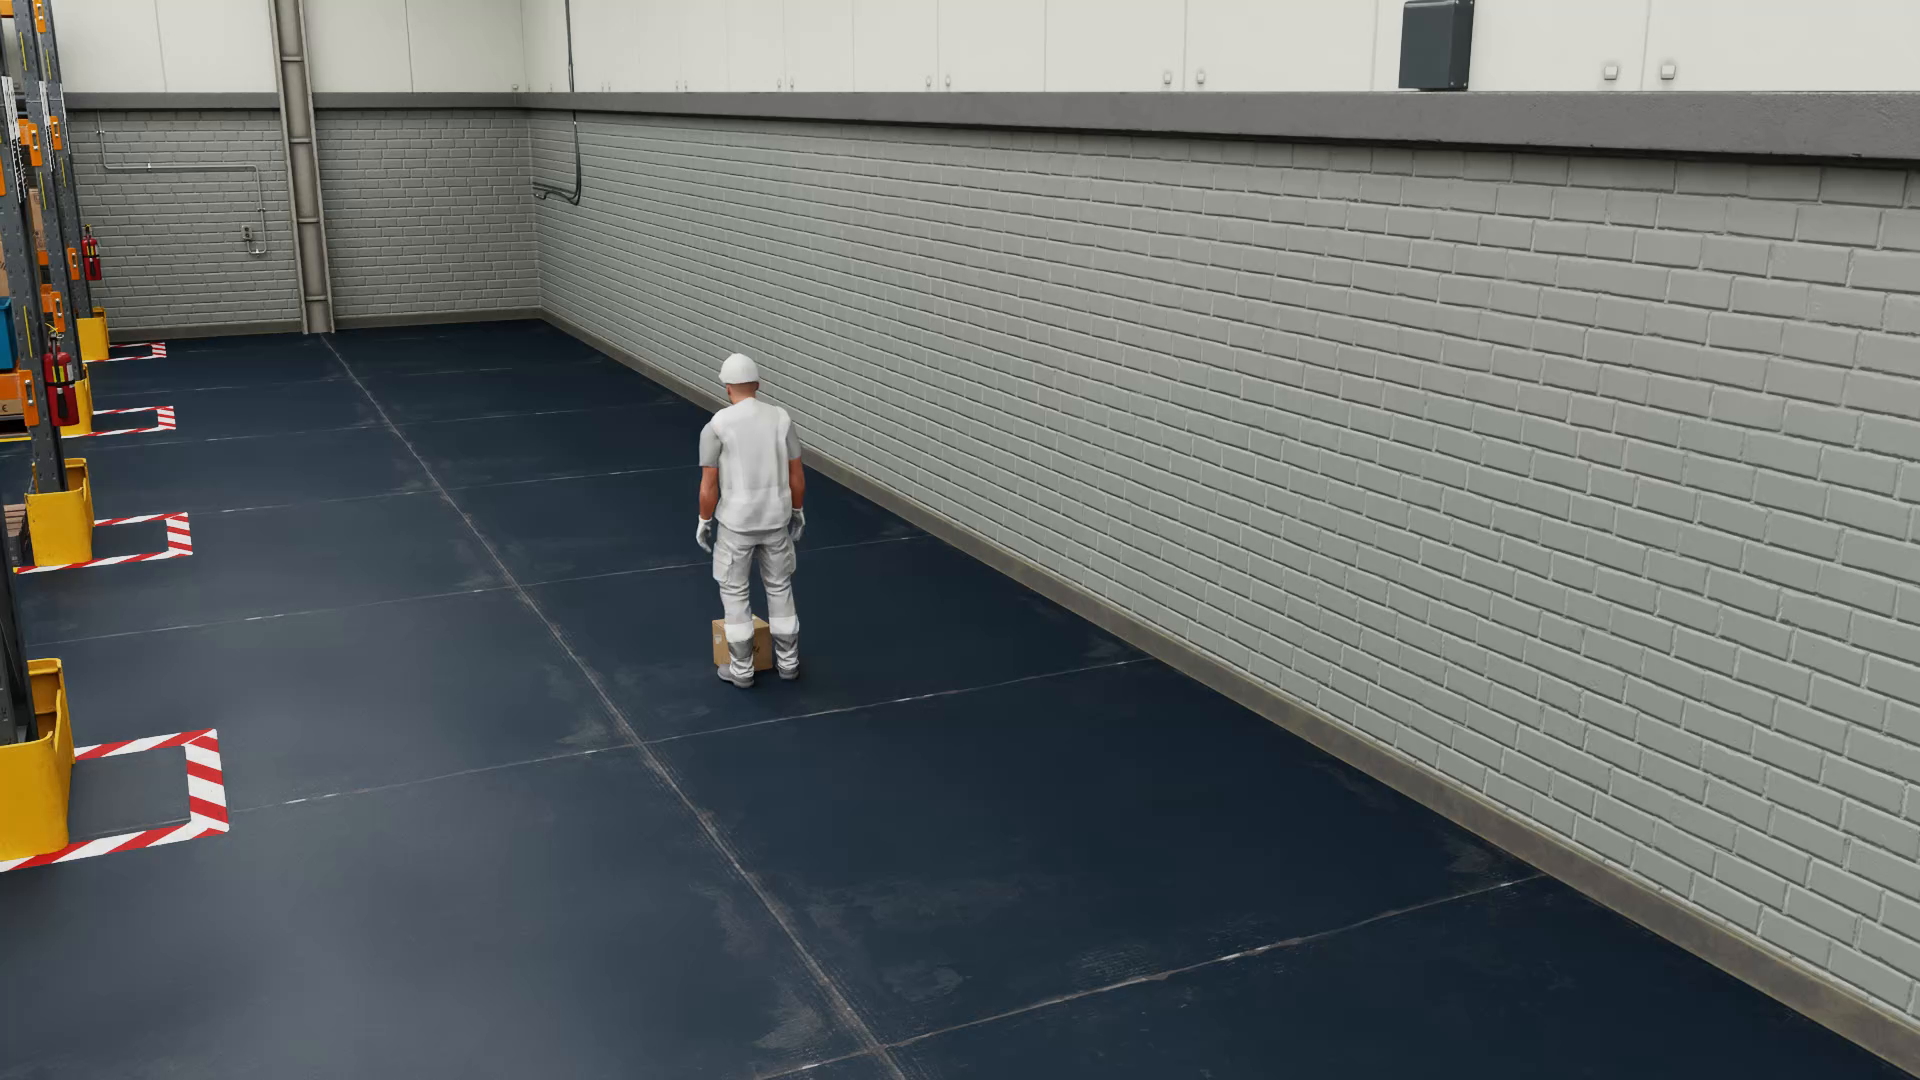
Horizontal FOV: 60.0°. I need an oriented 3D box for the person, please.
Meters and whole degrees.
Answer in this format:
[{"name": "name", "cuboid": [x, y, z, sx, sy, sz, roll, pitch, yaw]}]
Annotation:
[{"name": "person", "cuboid": [-1.108, -0.102, 8.867, 0.609, 1.779, 0.449, -7, 17, -25]}]
